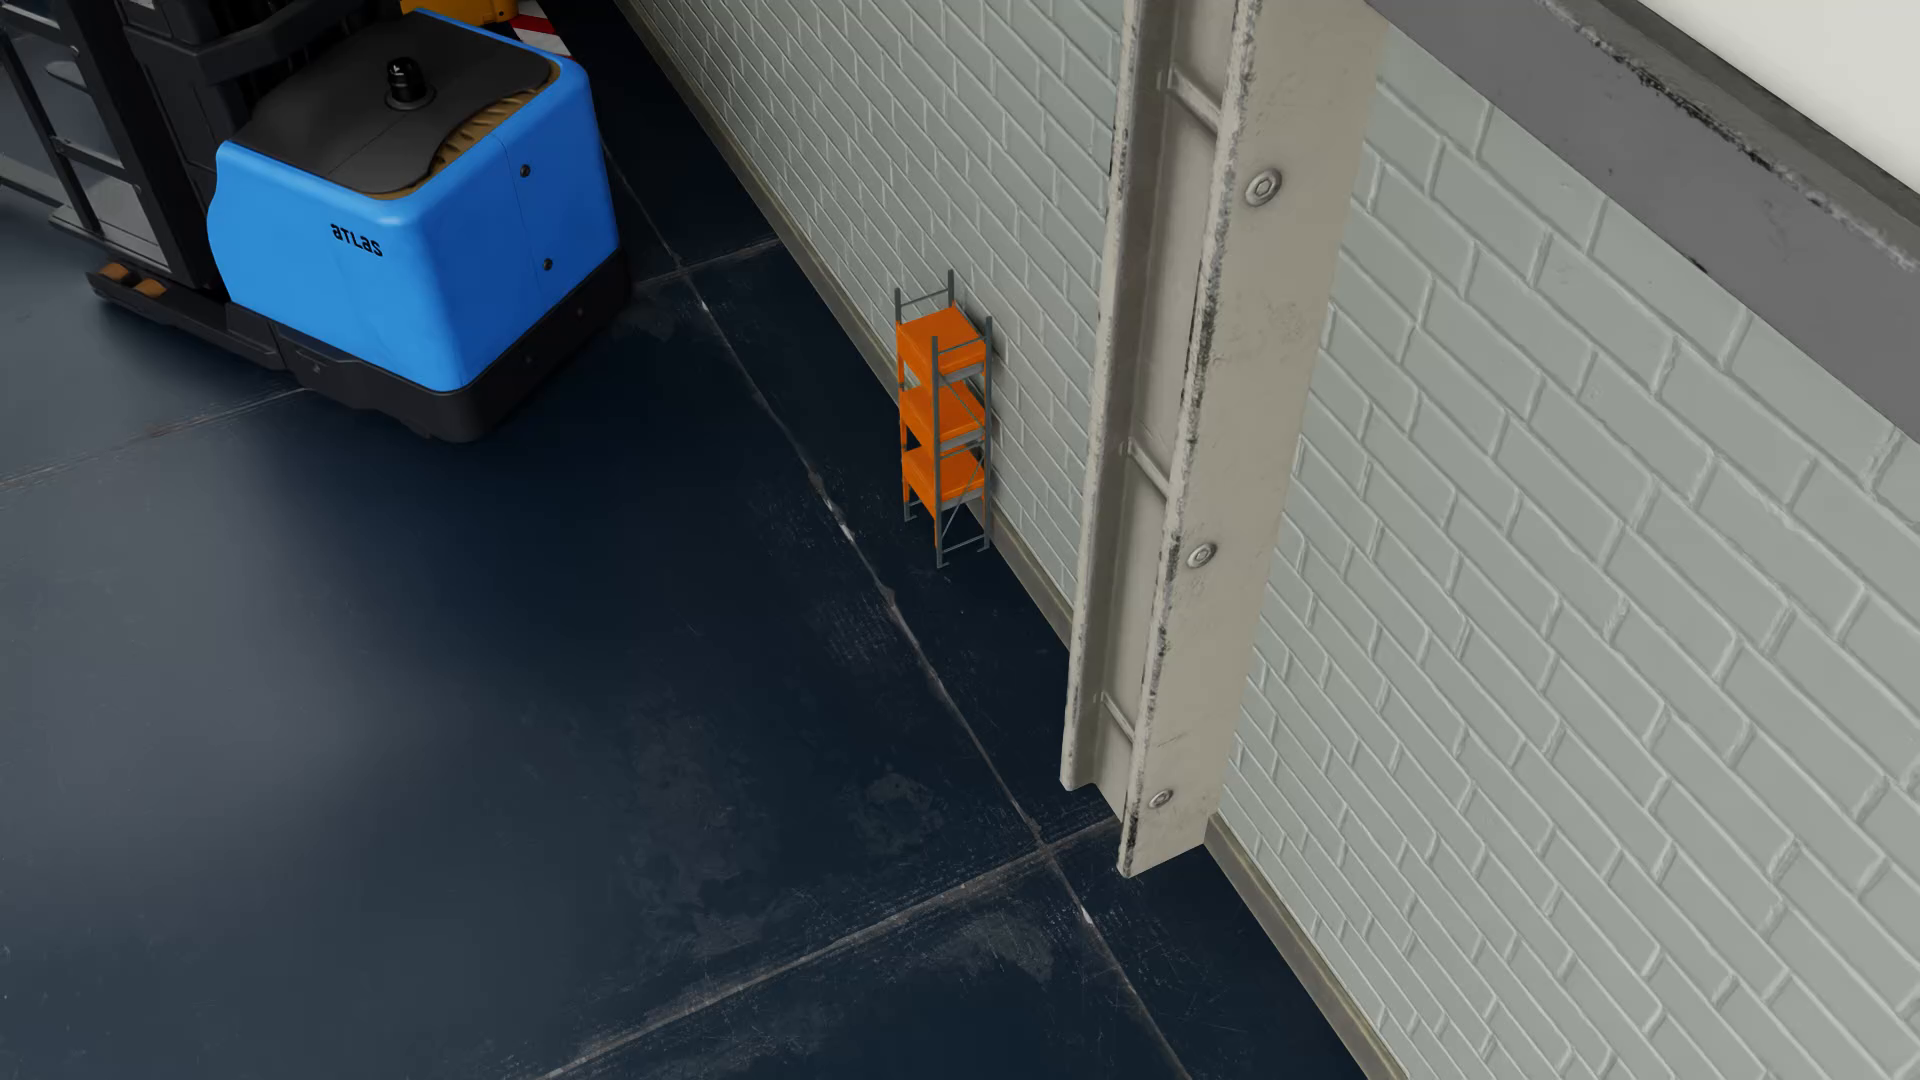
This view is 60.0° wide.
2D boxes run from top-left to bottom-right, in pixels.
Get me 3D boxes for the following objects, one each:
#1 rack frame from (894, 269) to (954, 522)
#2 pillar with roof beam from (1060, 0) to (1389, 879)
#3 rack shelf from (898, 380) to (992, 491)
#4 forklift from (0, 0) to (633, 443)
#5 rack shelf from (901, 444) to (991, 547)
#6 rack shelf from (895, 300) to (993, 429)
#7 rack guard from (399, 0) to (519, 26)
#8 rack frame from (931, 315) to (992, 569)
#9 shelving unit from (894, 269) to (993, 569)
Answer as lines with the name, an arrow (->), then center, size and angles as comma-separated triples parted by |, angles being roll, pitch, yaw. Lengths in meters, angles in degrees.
rack frame -> -0.106, -0.446, 5.442 | 0.200, 1.050, 0.008 | -22, 52, -18
pillar with roof beam -> -3.297, -0.669, 0.357 | 9.100, 9.000, 0.400 | -21, 52, -18
rack shelf -> -0.049, -0.358, 5.379 | 0.215, 0.259, 0.240 | -22, 52, -18
forklift -> -2.817, -2.140, 5.675 | 3.031, 2.935, 1.130 | 23, 53, 19
rack shelf -> -0.047, -0.176, 5.589 | 0.215, 0.259, 0.240 | -22, 52, -18
rack shelf -> -0.050, -0.545, 5.165 | 0.215, 0.259, 0.240 | -22, 52, -18
rack guard -> -2.687, -2.577, 7.672 | 1.175, 0.500, 0.348 | -21, 52, -18
rack frame -> 0.008, -0.284, 5.300 | 0.200, 1.050, 0.008 | -22, 52, -18
shelving unit -> -0.049, -0.365, 5.371 | 0.215, 1.050, 0.252 | -22, 52, -18
